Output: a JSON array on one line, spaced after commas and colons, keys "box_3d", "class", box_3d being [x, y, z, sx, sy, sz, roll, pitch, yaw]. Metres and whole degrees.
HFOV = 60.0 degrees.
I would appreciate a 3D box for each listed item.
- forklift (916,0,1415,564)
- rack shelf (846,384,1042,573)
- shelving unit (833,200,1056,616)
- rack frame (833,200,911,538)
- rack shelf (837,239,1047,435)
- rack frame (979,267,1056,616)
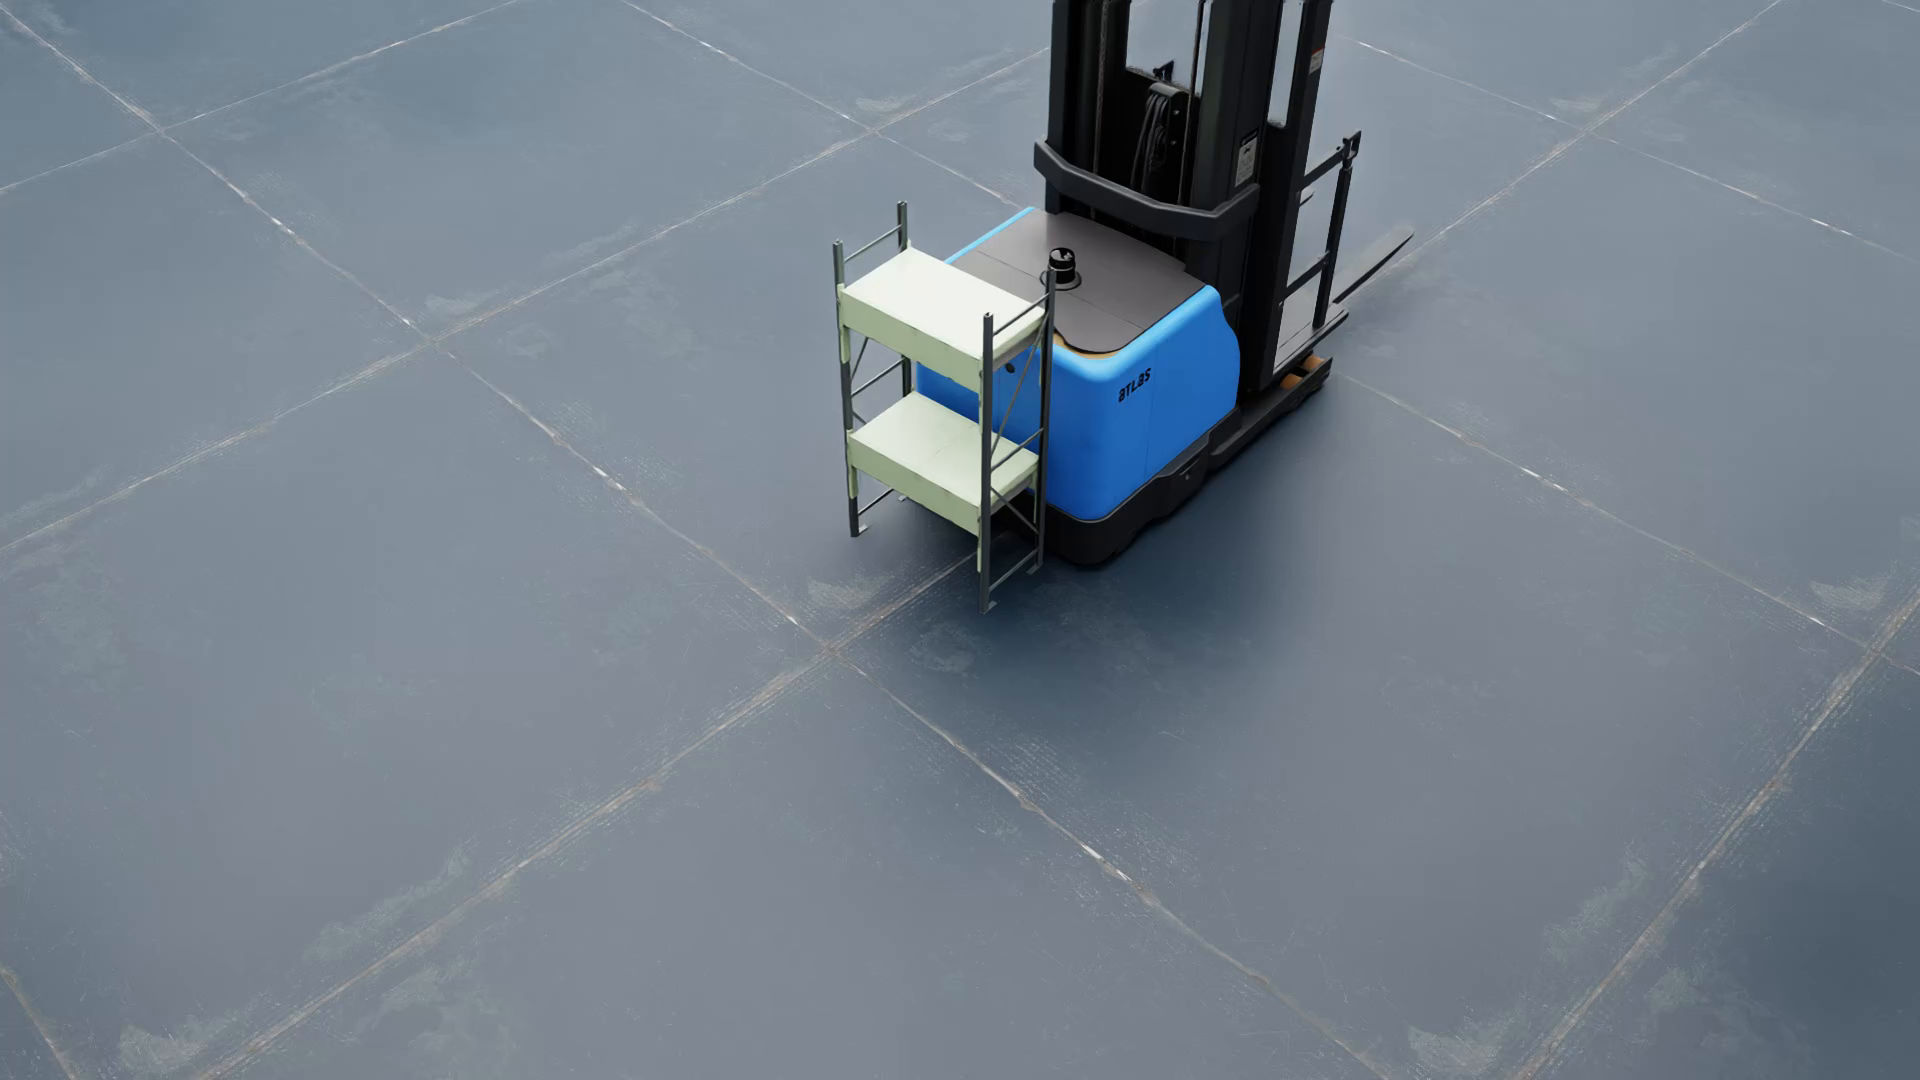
[{"box_3d": [1.137, -1.902, 7.148, 1.130, 2.935, 3.031, 30, 51, 29], "class": "forklift"}, {"box_3d": [-0.062, -0.266, 6.913, 0.720, 0.370, 0.431, 30, 50, 28], "class": "rack shelf"}, {"box_3d": [-0.062, -0.505, 6.692, 0.755, 1.500, 0.431, 30, 50, 28], "class": "shelving unit"}, {"box_3d": [-0.343, -0.665, 6.865, 0.023, 1.500, 0.400, 30, 50, 28], "class": "rack frame"}, {"box_3d": [-0.062, -0.792, 6.427, 0.720, 0.370, 0.431, 30, 50, 28], "class": "rack shelf"}, {"box_3d": [0.218, -0.346, 6.519, 0.023, 1.500, 0.400, 30, 50, 28], "class": "rack frame"}]
